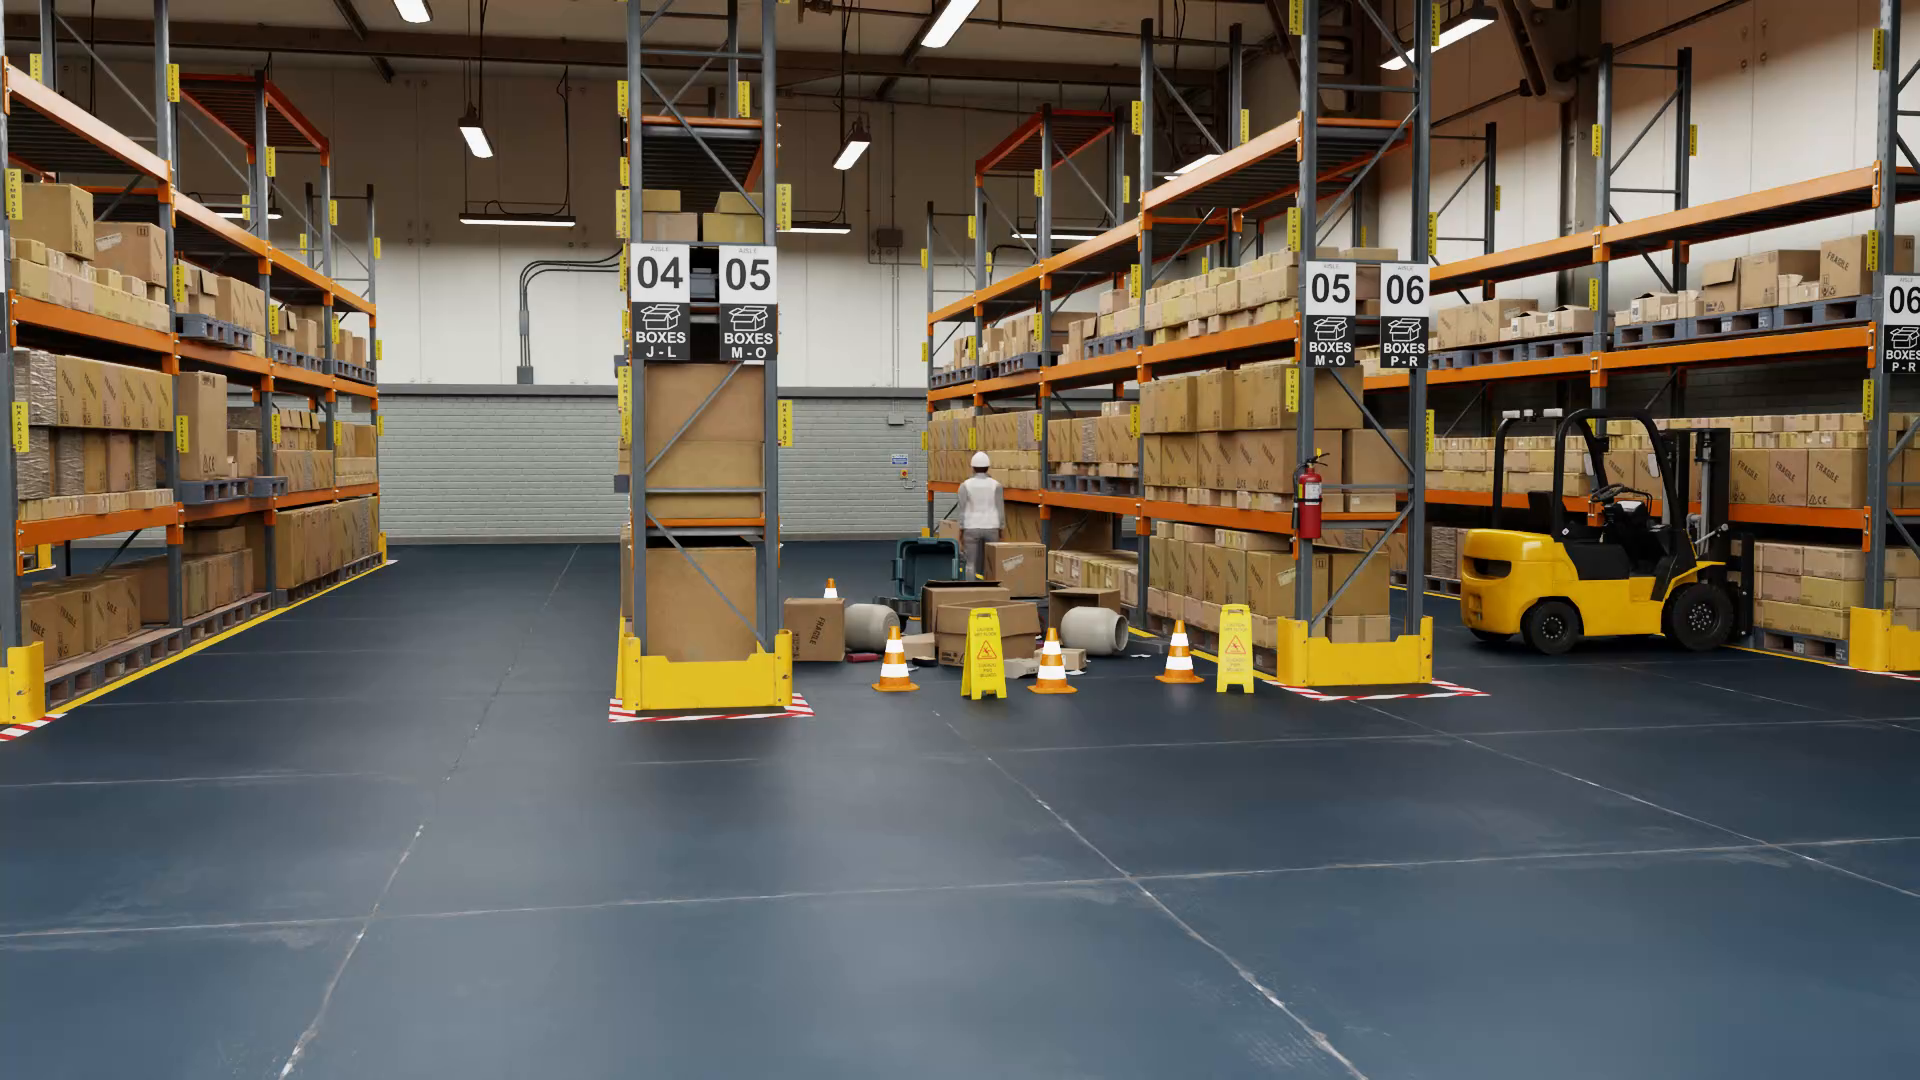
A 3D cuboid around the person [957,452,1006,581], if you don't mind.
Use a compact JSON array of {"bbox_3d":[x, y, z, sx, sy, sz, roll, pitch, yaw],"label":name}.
[{"bbox_3d":[0.239,-0.106,18.945,0.559,1.791,0.597,0,3,-2],"label":"person"}]
